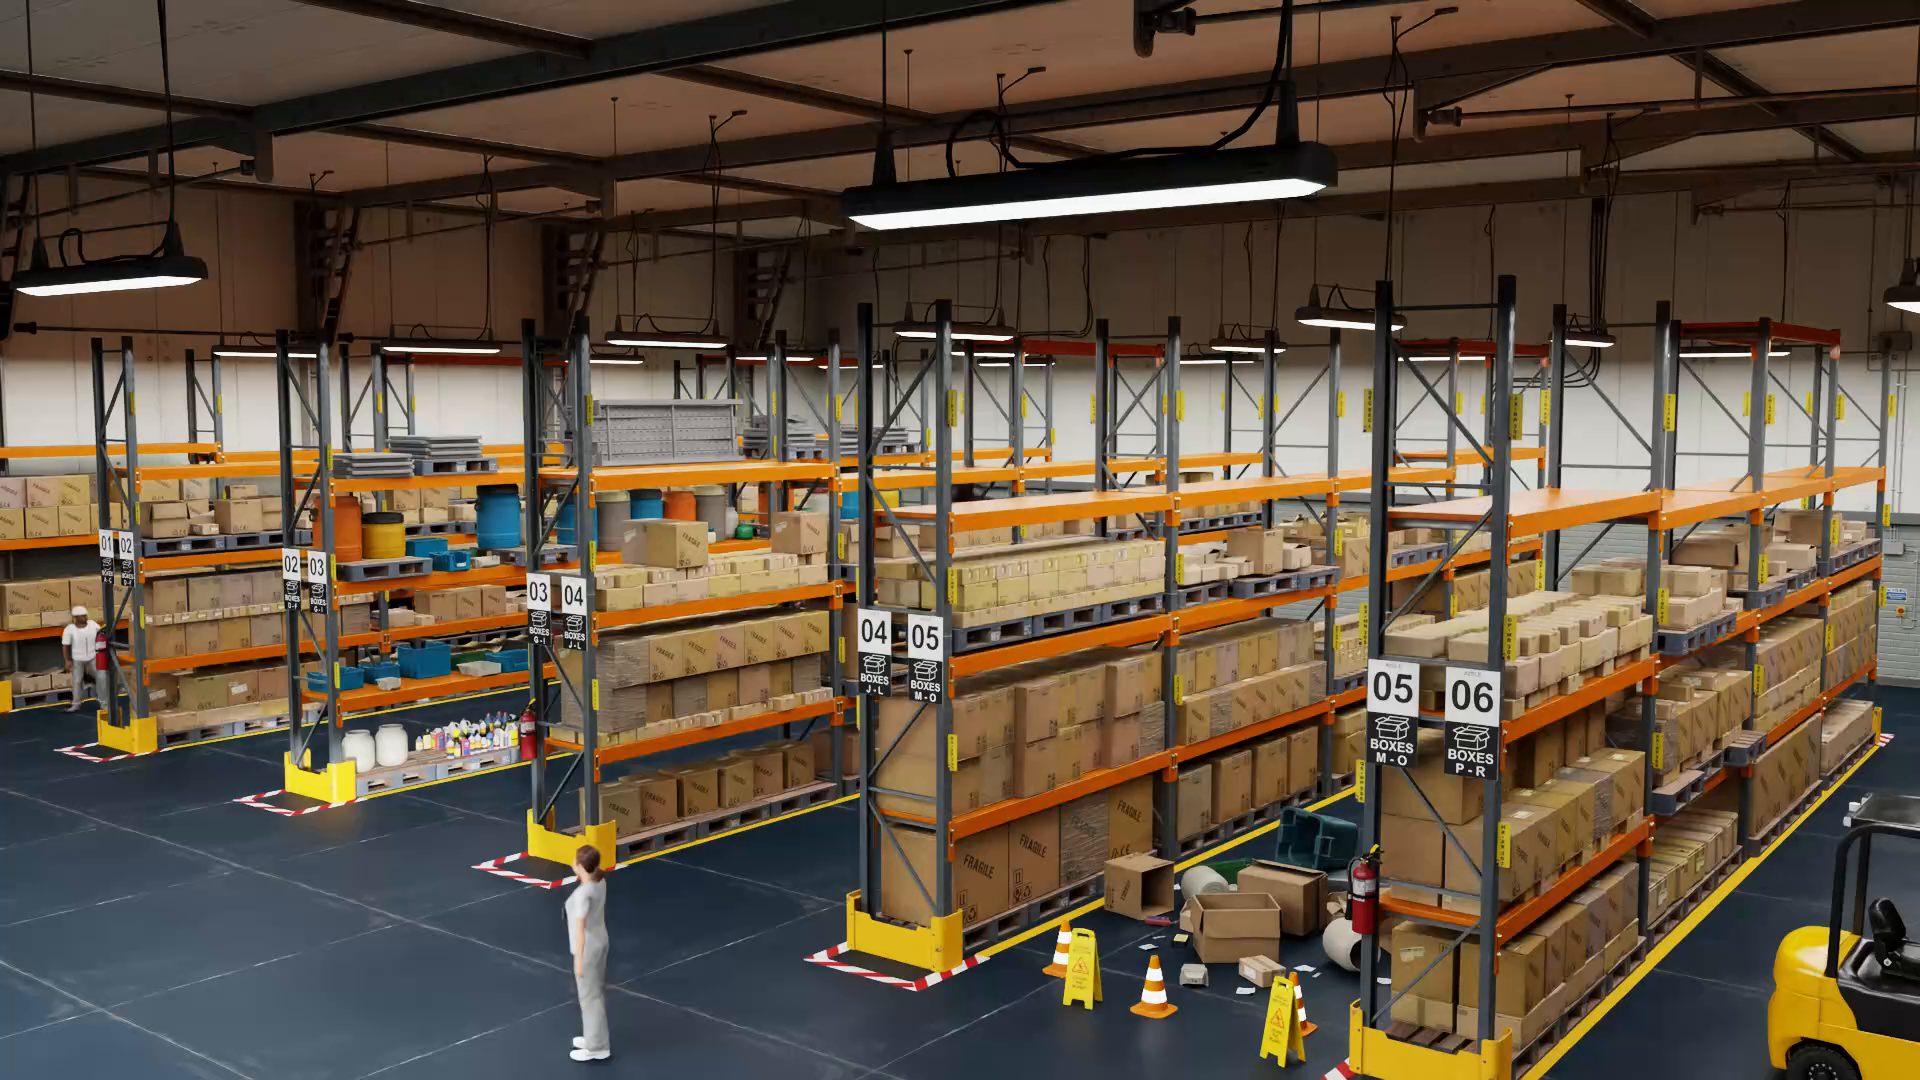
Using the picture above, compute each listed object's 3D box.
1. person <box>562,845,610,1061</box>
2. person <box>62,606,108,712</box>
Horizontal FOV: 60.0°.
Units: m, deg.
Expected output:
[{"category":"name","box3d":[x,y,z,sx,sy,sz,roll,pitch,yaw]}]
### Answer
[{"category":"person","box3d":[-2.913,3.197,12.934,0.387,1.677,0.495,1,5,8]},{"category":"person","box3d":[-14.248,1.950,27.122,0.699,1.782,0.580,-3,6,-33]}]
